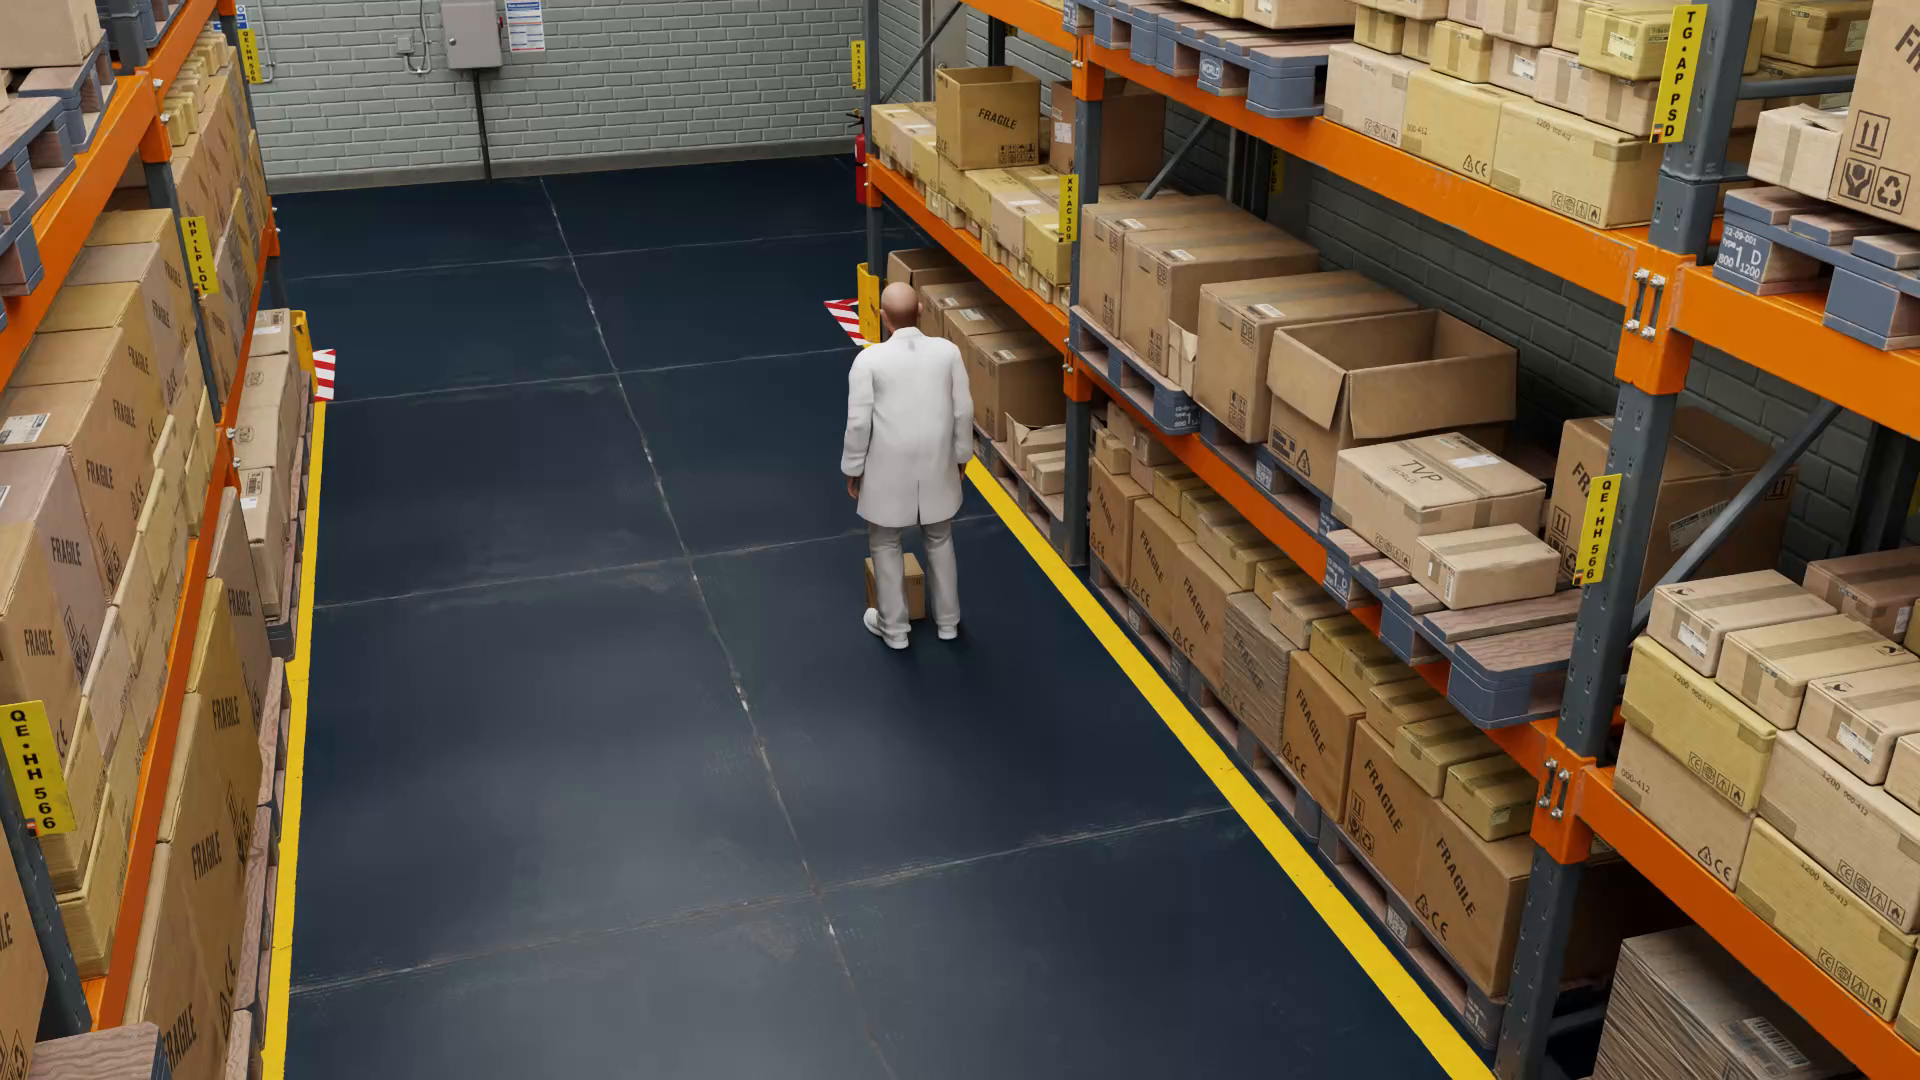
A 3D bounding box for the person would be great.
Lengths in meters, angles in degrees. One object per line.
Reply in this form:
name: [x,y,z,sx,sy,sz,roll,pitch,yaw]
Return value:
person: [-0.240,-0.344,7.835,0.639,1.774,0.423,-8,27,-16]
